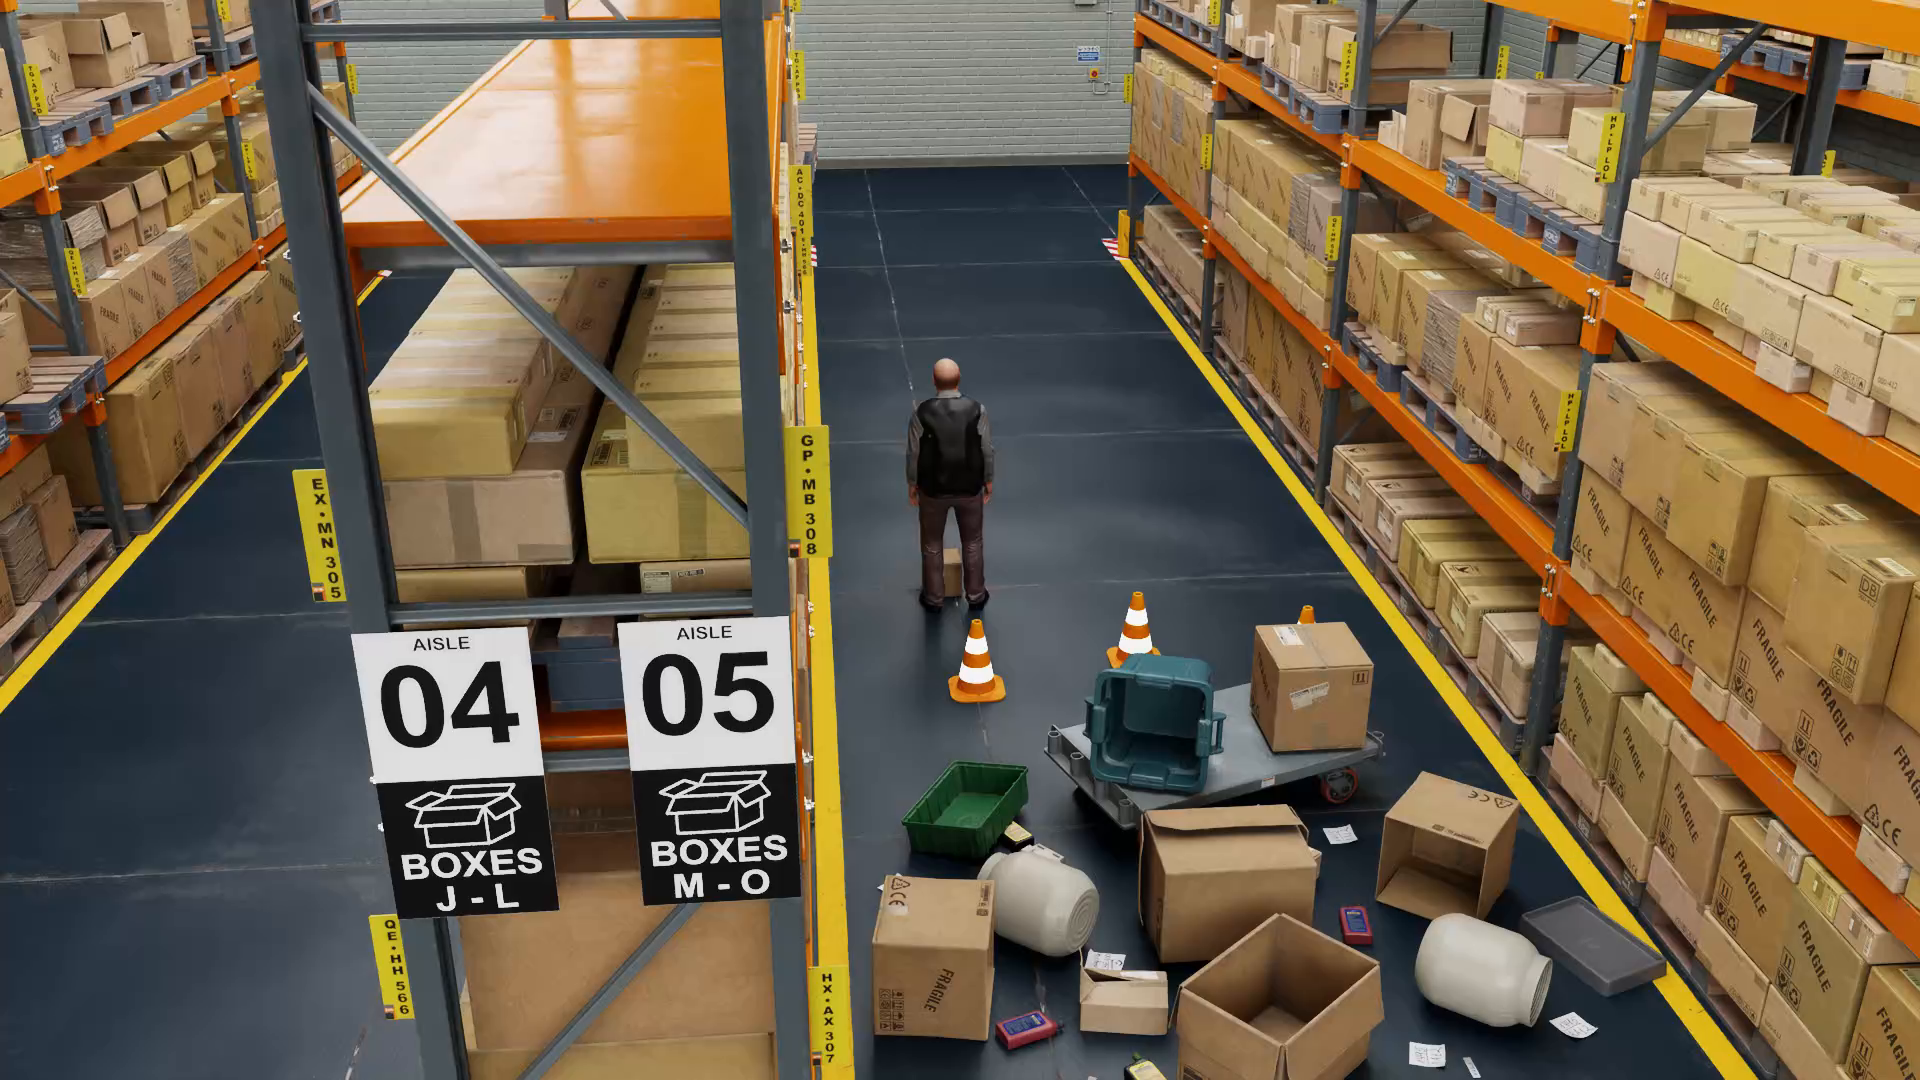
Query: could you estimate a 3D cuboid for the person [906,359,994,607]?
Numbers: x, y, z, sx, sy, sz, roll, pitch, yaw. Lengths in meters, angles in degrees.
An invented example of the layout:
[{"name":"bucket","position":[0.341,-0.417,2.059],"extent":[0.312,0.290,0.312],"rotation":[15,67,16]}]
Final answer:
[{"name":"person","position":[-0.063,-0.359,10.882],"extent":[0.579,1.664,0.410],"rotation":[-2,24,-5]}]
